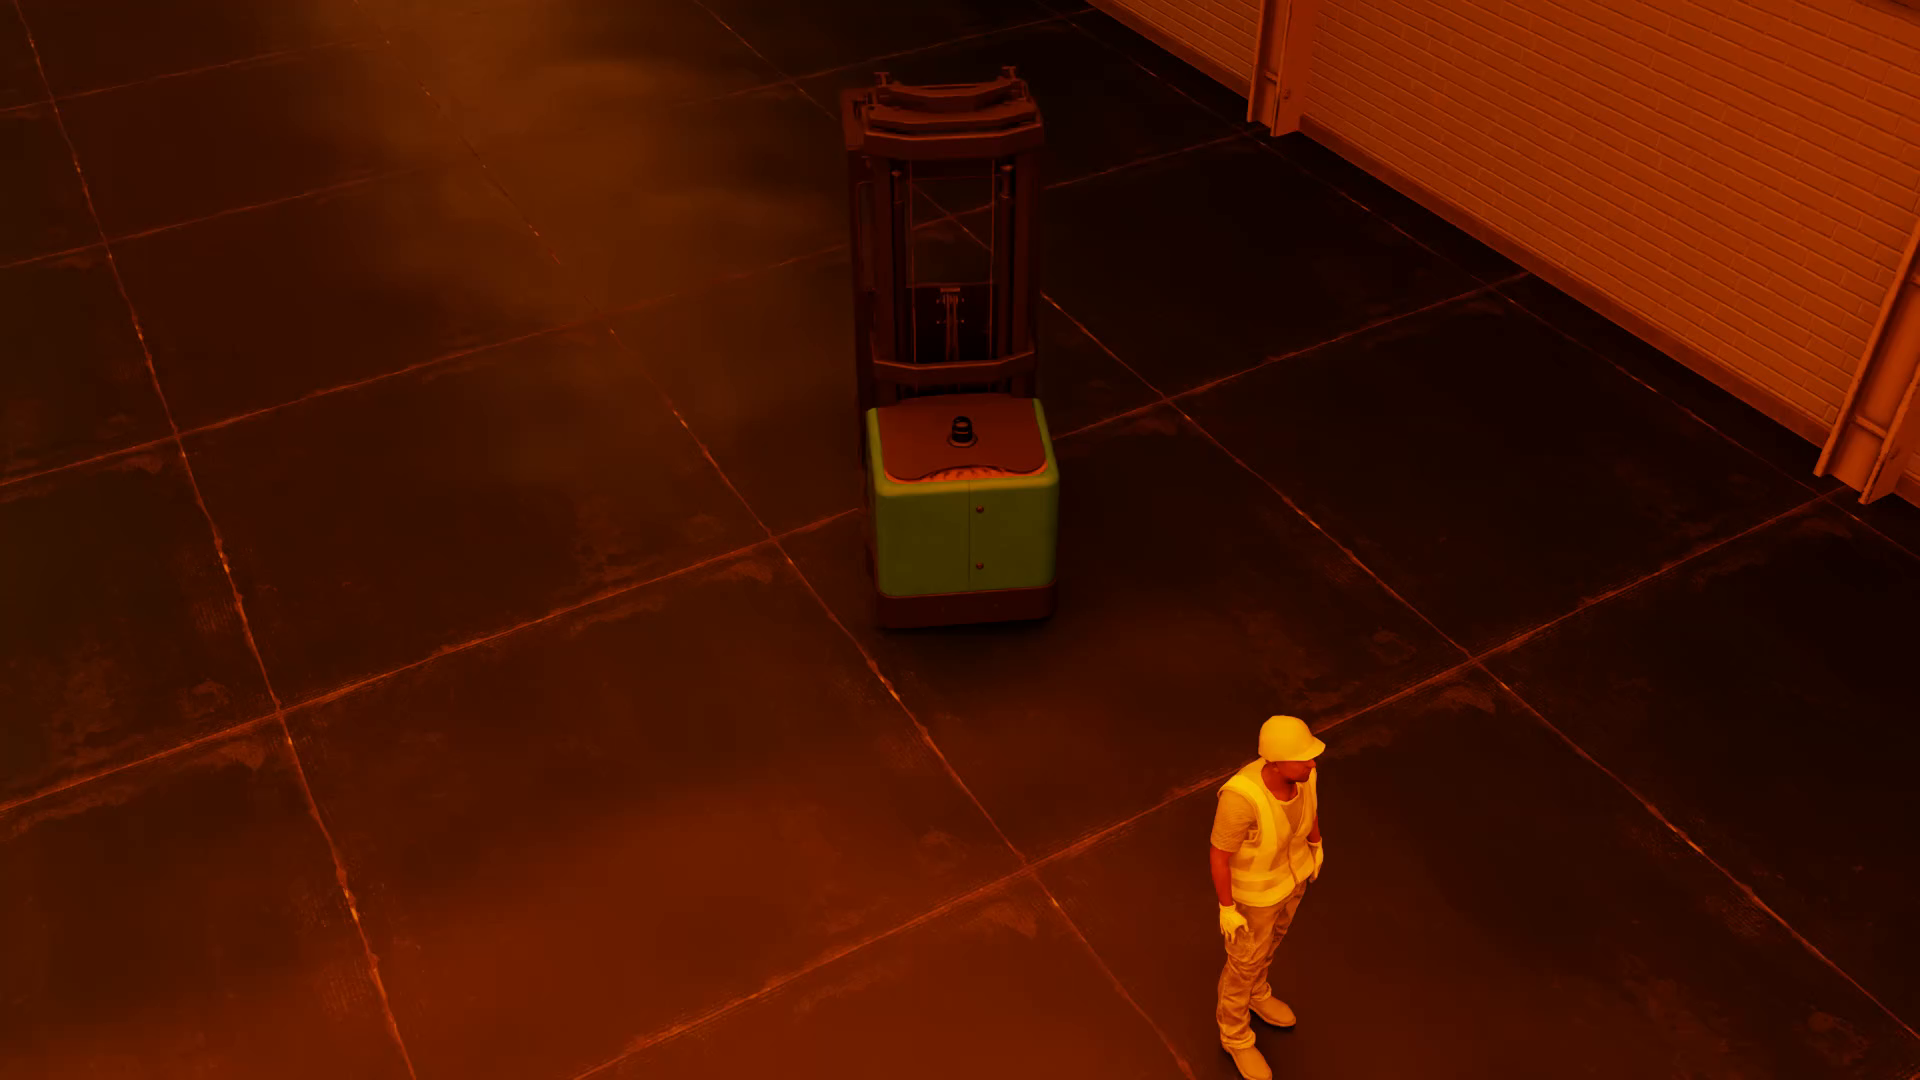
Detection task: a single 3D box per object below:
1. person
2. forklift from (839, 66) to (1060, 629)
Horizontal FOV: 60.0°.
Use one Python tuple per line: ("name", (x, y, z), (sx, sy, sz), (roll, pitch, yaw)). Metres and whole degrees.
("person", (1.369, 1.496, 7.125), (0.656, 1.777, 0.576), (-31, 49, -32))
("forklift", (-0.109, -1.549, 9.904), (1.130, 2.935, 3.031), (-4, 40, -5))
